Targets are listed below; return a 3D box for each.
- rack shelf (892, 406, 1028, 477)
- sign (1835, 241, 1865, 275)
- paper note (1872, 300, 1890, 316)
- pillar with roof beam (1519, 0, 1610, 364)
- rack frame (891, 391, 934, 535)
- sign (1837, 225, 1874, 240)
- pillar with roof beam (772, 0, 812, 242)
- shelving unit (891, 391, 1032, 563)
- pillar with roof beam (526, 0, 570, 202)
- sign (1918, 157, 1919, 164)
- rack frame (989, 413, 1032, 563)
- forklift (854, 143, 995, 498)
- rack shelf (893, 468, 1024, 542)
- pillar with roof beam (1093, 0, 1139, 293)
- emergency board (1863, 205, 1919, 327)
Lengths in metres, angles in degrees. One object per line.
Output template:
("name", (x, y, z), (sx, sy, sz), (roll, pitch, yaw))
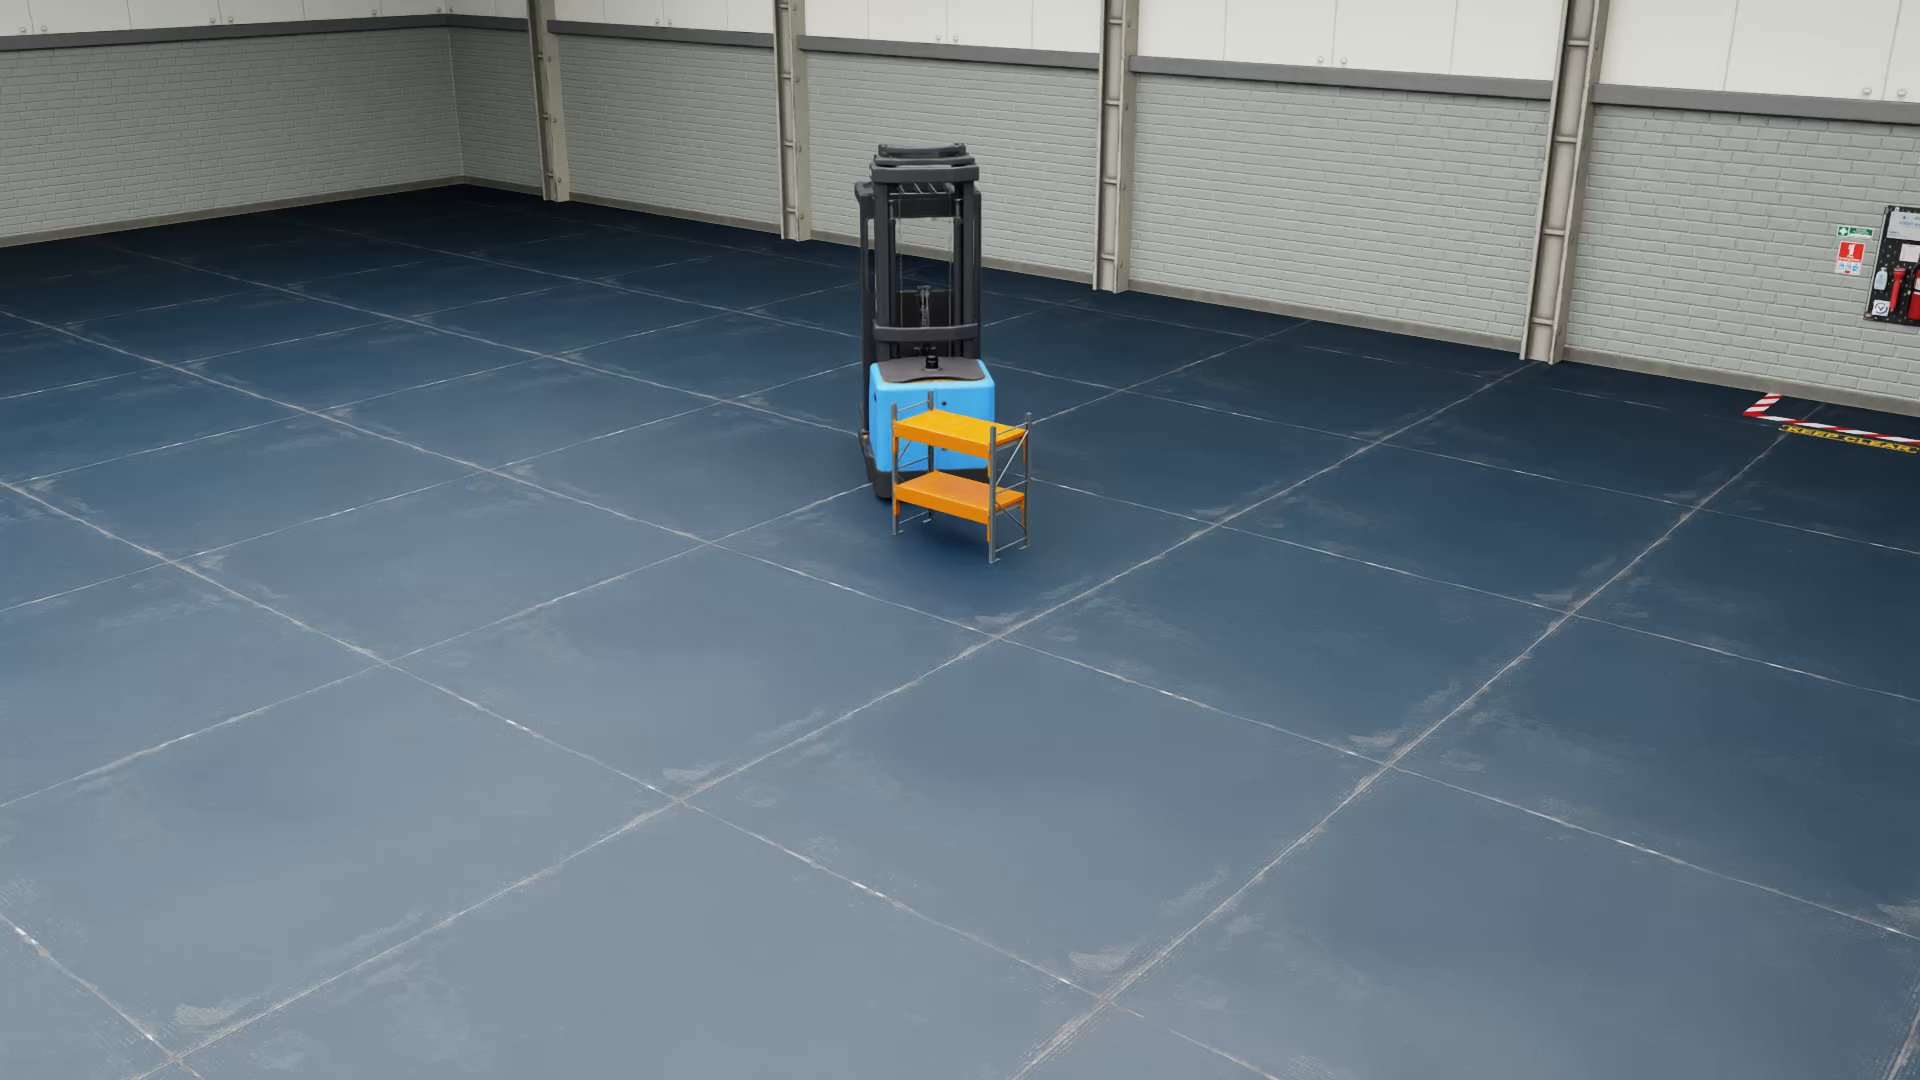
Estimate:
("rack shelf", (0.005, -0.799, 13.362), (1.000, 0.278, 0.538), (16, 26, 36))
("sign", (9.107, -2.884, 17.015), (0.234, 0.329, 0.001), (16, 26, 36))
("paper note", (9.377, -2.362, 16.930), (0.142, 0.148, 0.016), (16, 26, 36))
("pillar with roof beam", (3.990, -5.123, 14.501), (0.400, 9.000, 9.100), (16, 26, 36))
("rack frame", (-0.389, -0.638, 13.766), (0.032, 1.125, 0.500), (16, 26, 36))
("sign", (9.105, -3.129, 16.913), (0.331, 0.109, 0.001), (16, 26, 36))
("pillar with roof beam", (-5.306, -7.801, 21.600), (0.400, 9.000, 9.100), (16, 26, 36))
("shelving unit", (0.005, -0.525, 13.466), (1.048, 1.125, 0.538), (16, 26, 36))
("pillar with roof beam", (-9.955, -9.139, 25.150), (0.400, 9.000, 9.100), (16, 26, 36))
("sign", (9.527, -3.830, 16.288), (0.199, 0.298, 0.001), (16, 26, 36))
("rack frame", (0.399, -0.411, 13.165), (0.032, 1.125, 0.500), (16, 26, 36))
("forklift", (-0.384, -2.215, 15.389), (1.130, 2.935, 3.031), (-3, 21, -7))
("rack shelf", (0.005, -0.296, 13.552), (1.000, 0.278, 0.538), (16, 26, 36))
("pillar with roof beam", (-0.658, -6.462, 18.050), (0.400, 9.000, 9.100), (16, 26, 36))
("emergency board", (9.470, -2.716, 16.620), (0.643, 1.169, 0.194), (16, 26, 36))
